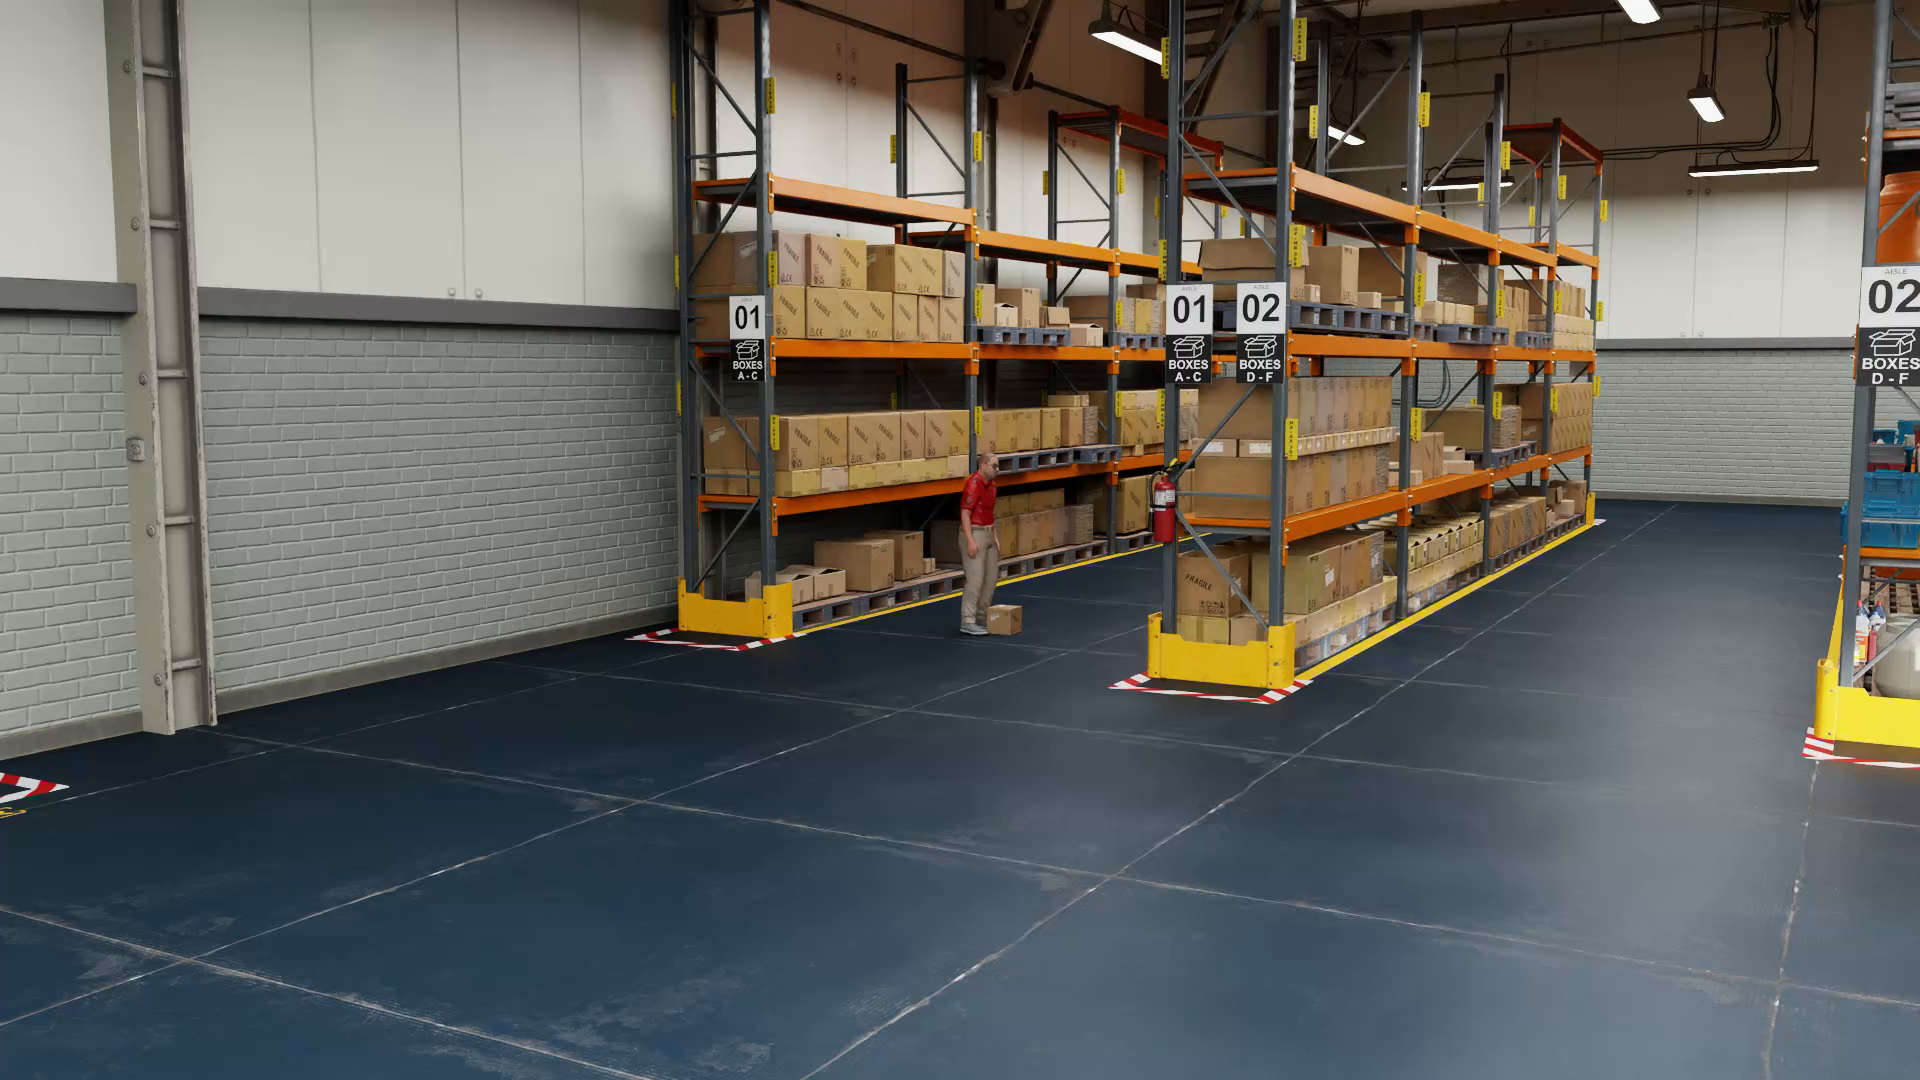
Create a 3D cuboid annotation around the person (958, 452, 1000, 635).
[{"bbox_3d":[0.202,0.019,16.015,0.386,1.726,0.594,3,7,27],"label":"person"}]
